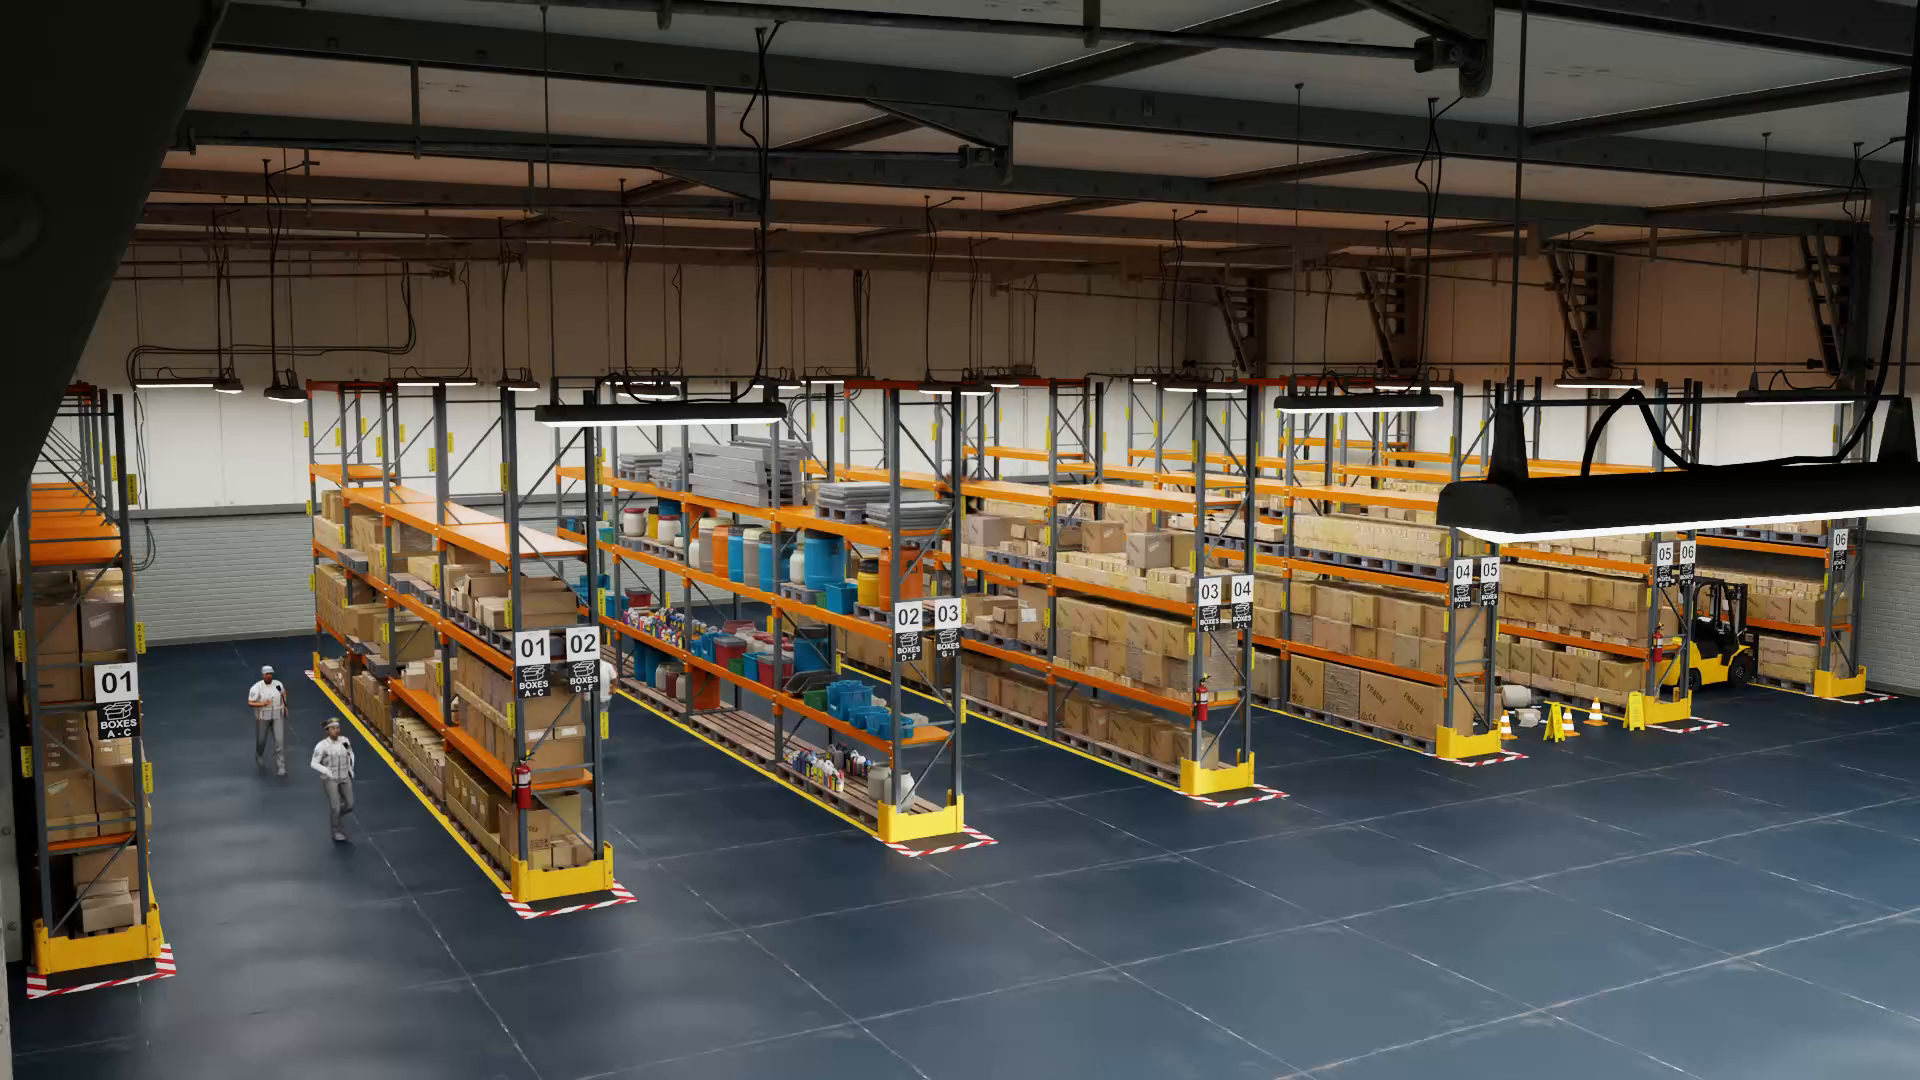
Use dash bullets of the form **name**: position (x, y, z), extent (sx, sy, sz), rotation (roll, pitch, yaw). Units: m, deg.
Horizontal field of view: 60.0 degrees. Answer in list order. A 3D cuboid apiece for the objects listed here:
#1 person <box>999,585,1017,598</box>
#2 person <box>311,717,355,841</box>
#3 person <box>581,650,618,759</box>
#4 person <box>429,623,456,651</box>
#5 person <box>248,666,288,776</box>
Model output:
- **person**: position (1.143, 0.967, 42.665), extent (0.875, 1.715, 0.688), rotation (-4, 7, -33)
- **person**: position (-8.287, 3.165, 22.086), extent (0.602, 1.641, 0.570), rotation (-6, 8, -43)
- **person**: position (-5.851, 2.584, 26.841), extent (0.686, 1.773, 0.886), rotation (-3, 7, -29)
- **person**: position (-10.750, 1.850, 34.335), extent (0.562, 1.685, 0.702), rotation (4, 7, 32)
- **person**: position (-10.662, 2.759, 25.688), extent (0.607, 1.651, 0.899), rotation (-4, 7, -34)
